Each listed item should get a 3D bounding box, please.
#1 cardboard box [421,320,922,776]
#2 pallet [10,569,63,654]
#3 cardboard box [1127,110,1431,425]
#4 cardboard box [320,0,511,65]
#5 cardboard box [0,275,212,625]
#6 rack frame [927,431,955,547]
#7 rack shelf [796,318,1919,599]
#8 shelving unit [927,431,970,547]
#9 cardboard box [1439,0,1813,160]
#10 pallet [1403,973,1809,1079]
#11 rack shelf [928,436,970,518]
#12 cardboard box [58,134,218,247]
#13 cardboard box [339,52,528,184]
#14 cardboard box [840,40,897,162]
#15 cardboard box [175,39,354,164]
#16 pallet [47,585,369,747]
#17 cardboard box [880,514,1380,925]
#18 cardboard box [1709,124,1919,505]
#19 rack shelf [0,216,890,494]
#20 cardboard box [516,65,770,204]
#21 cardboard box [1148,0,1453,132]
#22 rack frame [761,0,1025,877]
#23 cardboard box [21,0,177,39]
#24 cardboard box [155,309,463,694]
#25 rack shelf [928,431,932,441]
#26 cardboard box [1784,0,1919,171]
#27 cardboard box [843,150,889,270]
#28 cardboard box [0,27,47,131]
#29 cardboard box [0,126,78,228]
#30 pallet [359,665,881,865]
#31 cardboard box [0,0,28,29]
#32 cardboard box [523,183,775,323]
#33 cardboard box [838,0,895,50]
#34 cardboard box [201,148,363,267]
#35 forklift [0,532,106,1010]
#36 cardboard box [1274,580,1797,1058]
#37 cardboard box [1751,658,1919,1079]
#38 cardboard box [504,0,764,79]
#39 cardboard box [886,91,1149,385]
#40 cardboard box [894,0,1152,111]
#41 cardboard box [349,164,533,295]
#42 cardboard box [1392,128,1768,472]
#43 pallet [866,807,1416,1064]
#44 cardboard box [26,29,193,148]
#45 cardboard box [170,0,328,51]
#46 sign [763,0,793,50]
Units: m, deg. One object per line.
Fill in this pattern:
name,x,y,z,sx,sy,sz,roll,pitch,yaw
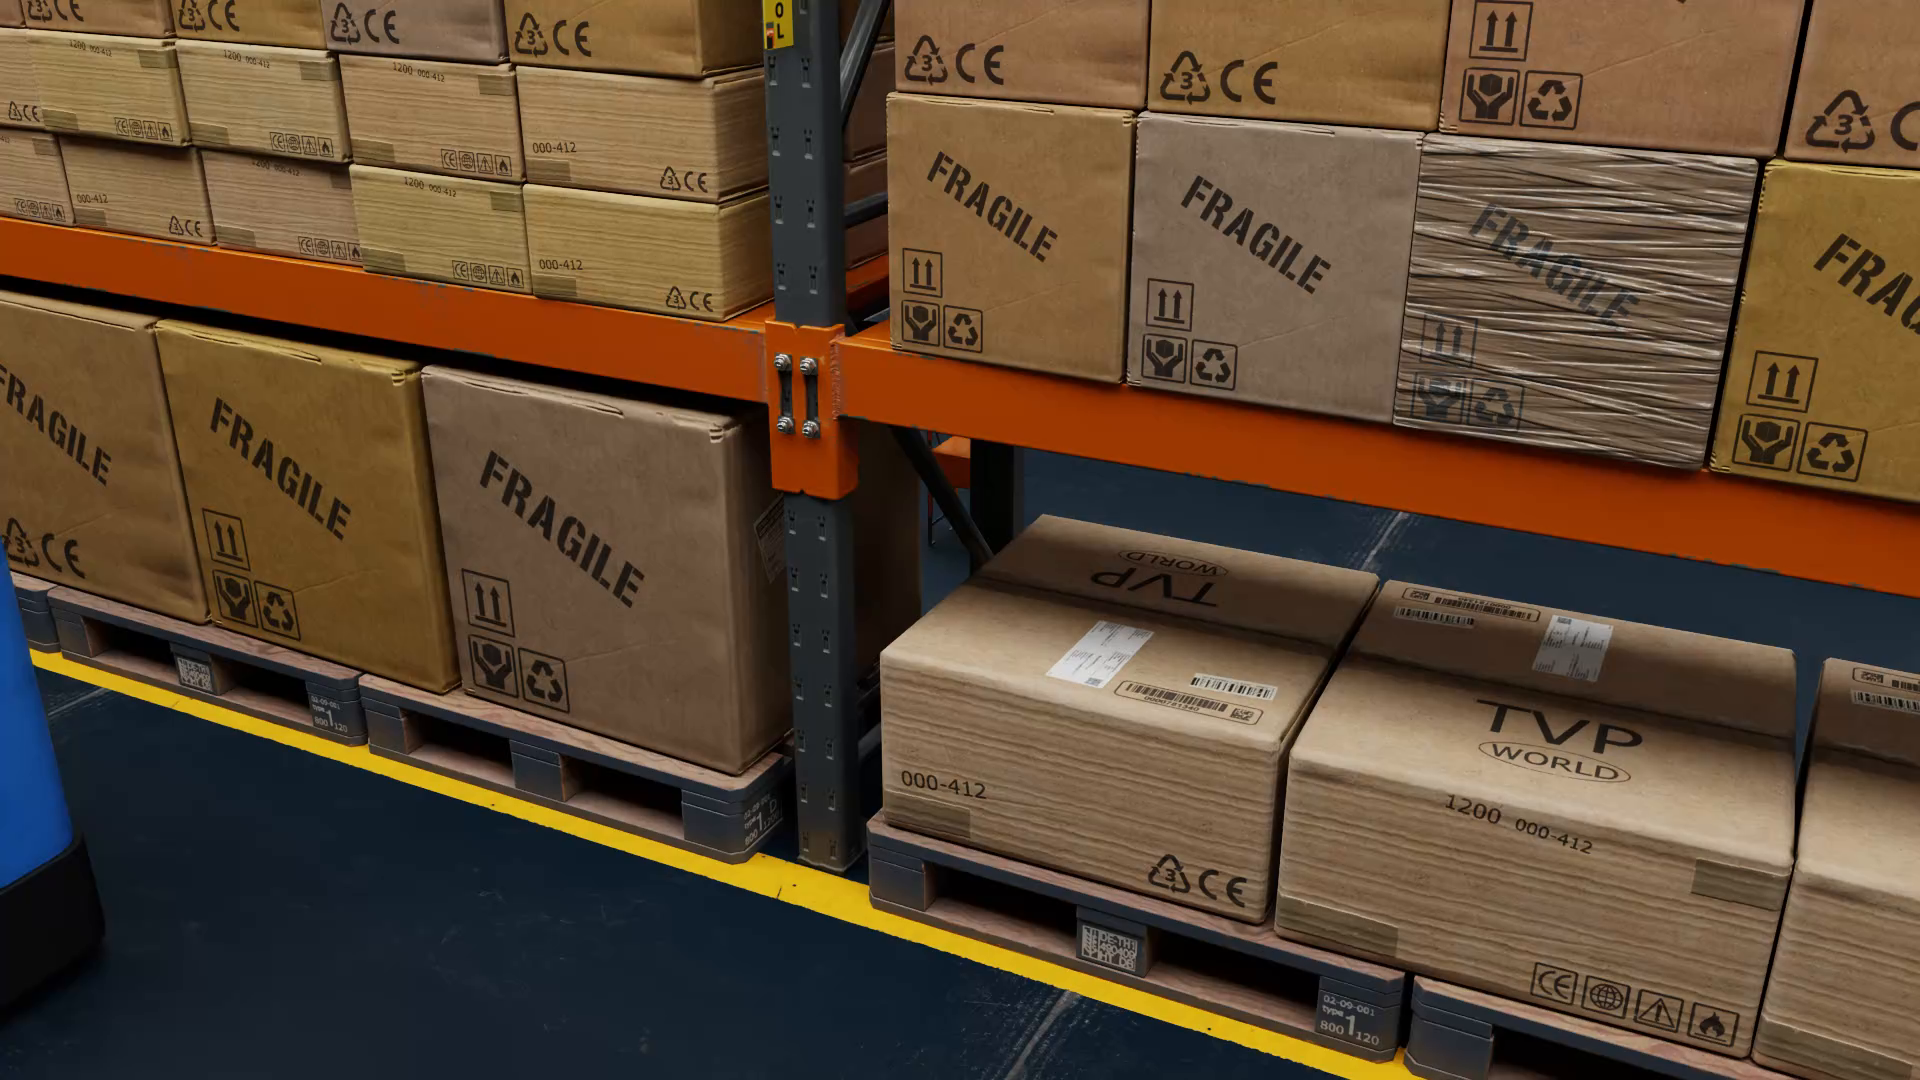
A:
cardboard box,-0.693,-0.074,4.269,0.875,0.875,0.875,12,26,26
pallet,-3.004,-0.034,5.561,1.213,0.211,1.003,11,25,25
cardboard box,0.644,-0.558,3.102,0.500,0.500,0.500,11,26,25
cardboard box,-1.081,-1.363,3.717,0.500,0.500,0.500,12,26,26
cardboard box,-2.300,-0.389,5.009,0.875,0.875,0.875,12,26,25
rack frame,-0.061,-0.495,5.573,0.008,1.050,0.200,11,25,25
rack shelf,1.681,-0.093,3.054,4.000,0.370,1.077,11,25,25
shelving unit,0.048,-0.474,5.522,0.252,1.050,0.215,11,25,25
cardboard box,1.112,-0.928,2.695,0.500,0.500,0.500,12,26,26
pallet,1.632,0.883,3.404,1.213,0.211,1.003,11,25,25
rack shelf,0.048,-0.208,5.635,0.240,0.259,0.215,11,25,25
cardboard box,-1.976,-0.975,4.401,0.500,0.250,0.500,11,25,25
cardboard box,-1.056,-1.016,3.860,0.500,0.250,0.500,12,26,26
cardboard box,-0.369,-1.114,4.089,0.500,0.250,0.500,10,25,23
cardboard box,-1.521,-1.106,4.070,0.500,0.250,0.500,12,26,26
pallet,-1.919,0.182,5.053,1.213,0.211,1.003,11,25,25
cardboard box,0.408,0.357,3.814,0.875,0.438,0.875,11,25,24
cardboard box,1.545,-0.377,2.676,0.500,0.500,0.500,12,26,26
rack shelf,-1.889,-0.799,4.715,4.000,0.370,1.077,11,25,25
cardboard box,-0.607,-0.931,3.659,0.500,0.250,0.500,11,25,24
cardboard box,0.660,-1.023,2.917,0.500,0.500,0.500,11,25,24
rack frame,-0.104,-0.777,3.744,0.127,3.000,1.000,11,25,25
cardboard box,-1.993,-1.545,4.146,0.500,0.500,0.500,12,26,25
cardboard box,-1.503,-0.231,4.638,0.875,0.875,0.875,12,26,26
rack shelf,0.048,-0.464,5.526,0.240,0.259,0.215,11,25,25
cardboard box,1.561,-0.839,2.484,0.500,0.500,0.500,11,25,24
cardboard box,-0.377,-0.878,4.173,0.500,0.250,0.500,11,25,23
cardboard box,-2.433,-1.284,4.490,0.500,0.250,0.500,11,25,24
cardboard box,-2.418,-1.061,4.603,0.500,0.250,0.500,12,26,26
pallet,-0.826,0.397,4.548,1.213,0.211,1.003,11,25,25
cardboard box,-2.442,-1.636,4.358,0.500,0.500,0.500,12,26,26
cardboard box,-0.618,-0.699,3.752,0.500,0.250,0.500,11,25,23
cardboard box,-0.367,-1.461,3.947,0.500,0.500,0.500,12,26,25
cardboard box,-1.513,-0.885,4.190,0.500,0.250,0.500,10,25,23
forklift,-3.401,-0.498,3.175,3.031,2.935,1.130,10,25,22
cardboard box,1.207,0.515,3.443,0.875,0.438,0.875,10,25,23
cardboard box,2.011,0.675,3.067,0.875,0.438,0.875,12,26,26
cardboard box,-0.616,-1.274,3.508,0.500,0.500,0.500,12,26,26
cardboard box,0.197,-0.648,3.314,0.500,0.500,0.500,12,26,26
cardboard box,0.212,-1.114,3.132,0.500,0.500,0.500,11,26,25
cardboard box,-1.072,-0.789,3.965,0.500,0.250,0.500,11,25,24
cardboard box,1.085,-0.468,2.890,0.500,0.500,0.500,11,26,25
pallet,0.540,0.668,3.909,1.213,0.211,1.003,11,25,25
cardboard box,-1.986,-1.190,4.269,0.500,0.250,0.500,12,26,25
cardboard box,-1.524,-1.459,3.943,0.500,0.500,0.500,12,26,26
sign,-0.340,-1.082,3.083,0.005,0.325,0.100,11,25,25
